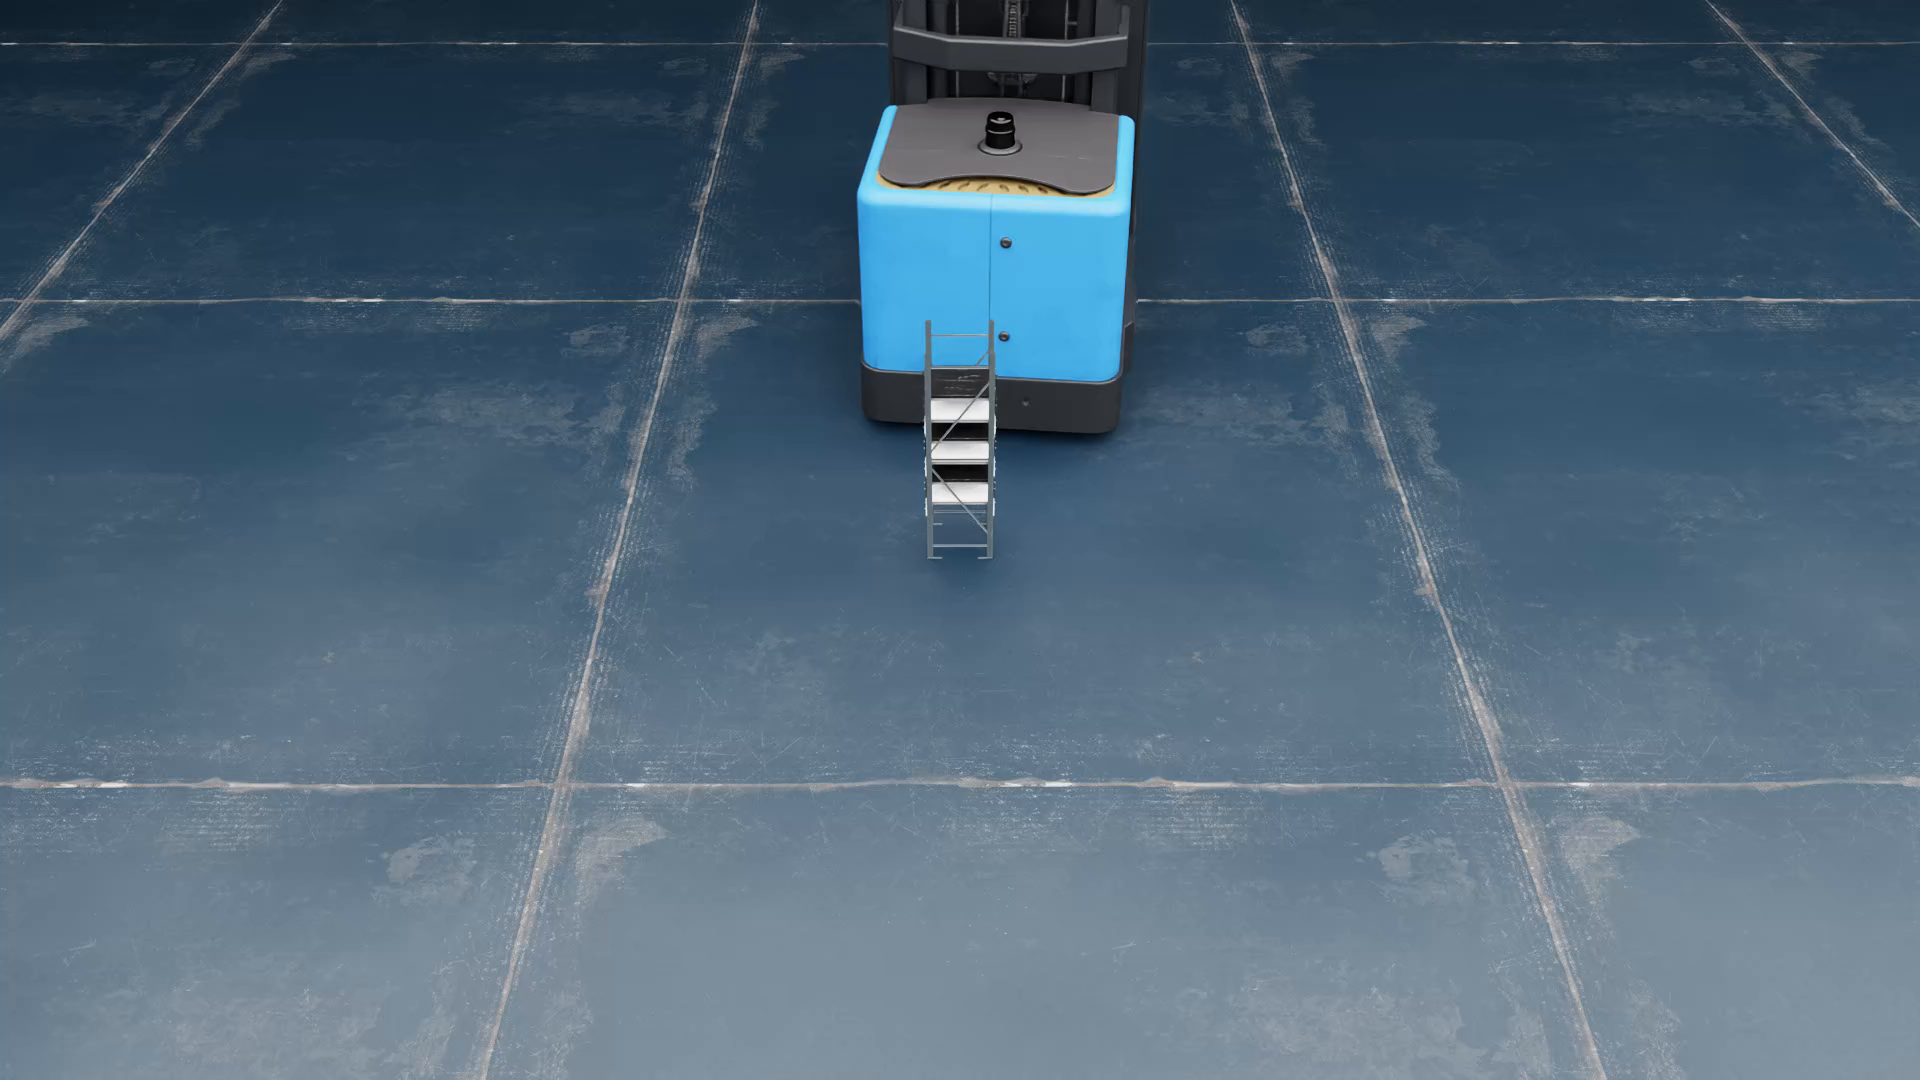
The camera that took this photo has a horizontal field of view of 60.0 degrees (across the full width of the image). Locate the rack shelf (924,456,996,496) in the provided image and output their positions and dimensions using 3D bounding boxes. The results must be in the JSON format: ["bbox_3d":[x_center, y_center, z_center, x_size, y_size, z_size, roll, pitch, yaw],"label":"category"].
[{"bbox_3d":[0.000,-0.250,6.039,0.258,0.077,0.200,0,39,0],"label":"rack shelf"}]

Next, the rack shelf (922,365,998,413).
[{"bbox_3d":[0.000,-0.531,5.814,0.258,0.077,0.200,0,39,0],"label":"rack shelf"}]

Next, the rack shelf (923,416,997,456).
[{"bbox_3d":[0.000,-0.390,5.927,0.258,0.077,0.200,0,39,0],"label":"rack shelf"}]

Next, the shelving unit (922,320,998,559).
[{"bbox_3d":[0.000,-0.346,5.962,0.258,0.900,0.210,0,39,0],"label":"shelving unit"}]

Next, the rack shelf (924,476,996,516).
[{"bbox_3d":[0.000,-0.180,6.096,0.258,0.077,0.200,0,39,0],"label":"rack shelf"}]

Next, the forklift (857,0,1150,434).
[{"bbox_3d":[0.268,-2.481,7.003,1.130,2.935,3.031,4,39,5],"label":"forklift"}]

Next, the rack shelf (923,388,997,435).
[{"bbox_3d":[0.000,-0.461,5.871,0.258,0.077,0.200,0,39,0],"label":"rack shelf"}]

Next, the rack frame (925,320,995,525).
[{"bbox_3d":[0.000,-0.410,6.042,0.240,0.900,0.006,0,39,0],"label":"rack frame"}]

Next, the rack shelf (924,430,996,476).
[{"bbox_3d":[0.000,-0.320,5.983,0.258,0.077,0.200,0,39,0],"label":"rack shelf"}]

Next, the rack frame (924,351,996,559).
[{"bbox_3d":[0.000,-0.282,5.883,0.240,0.900,0.006,0,39,0],"label":"rack frame"}]
